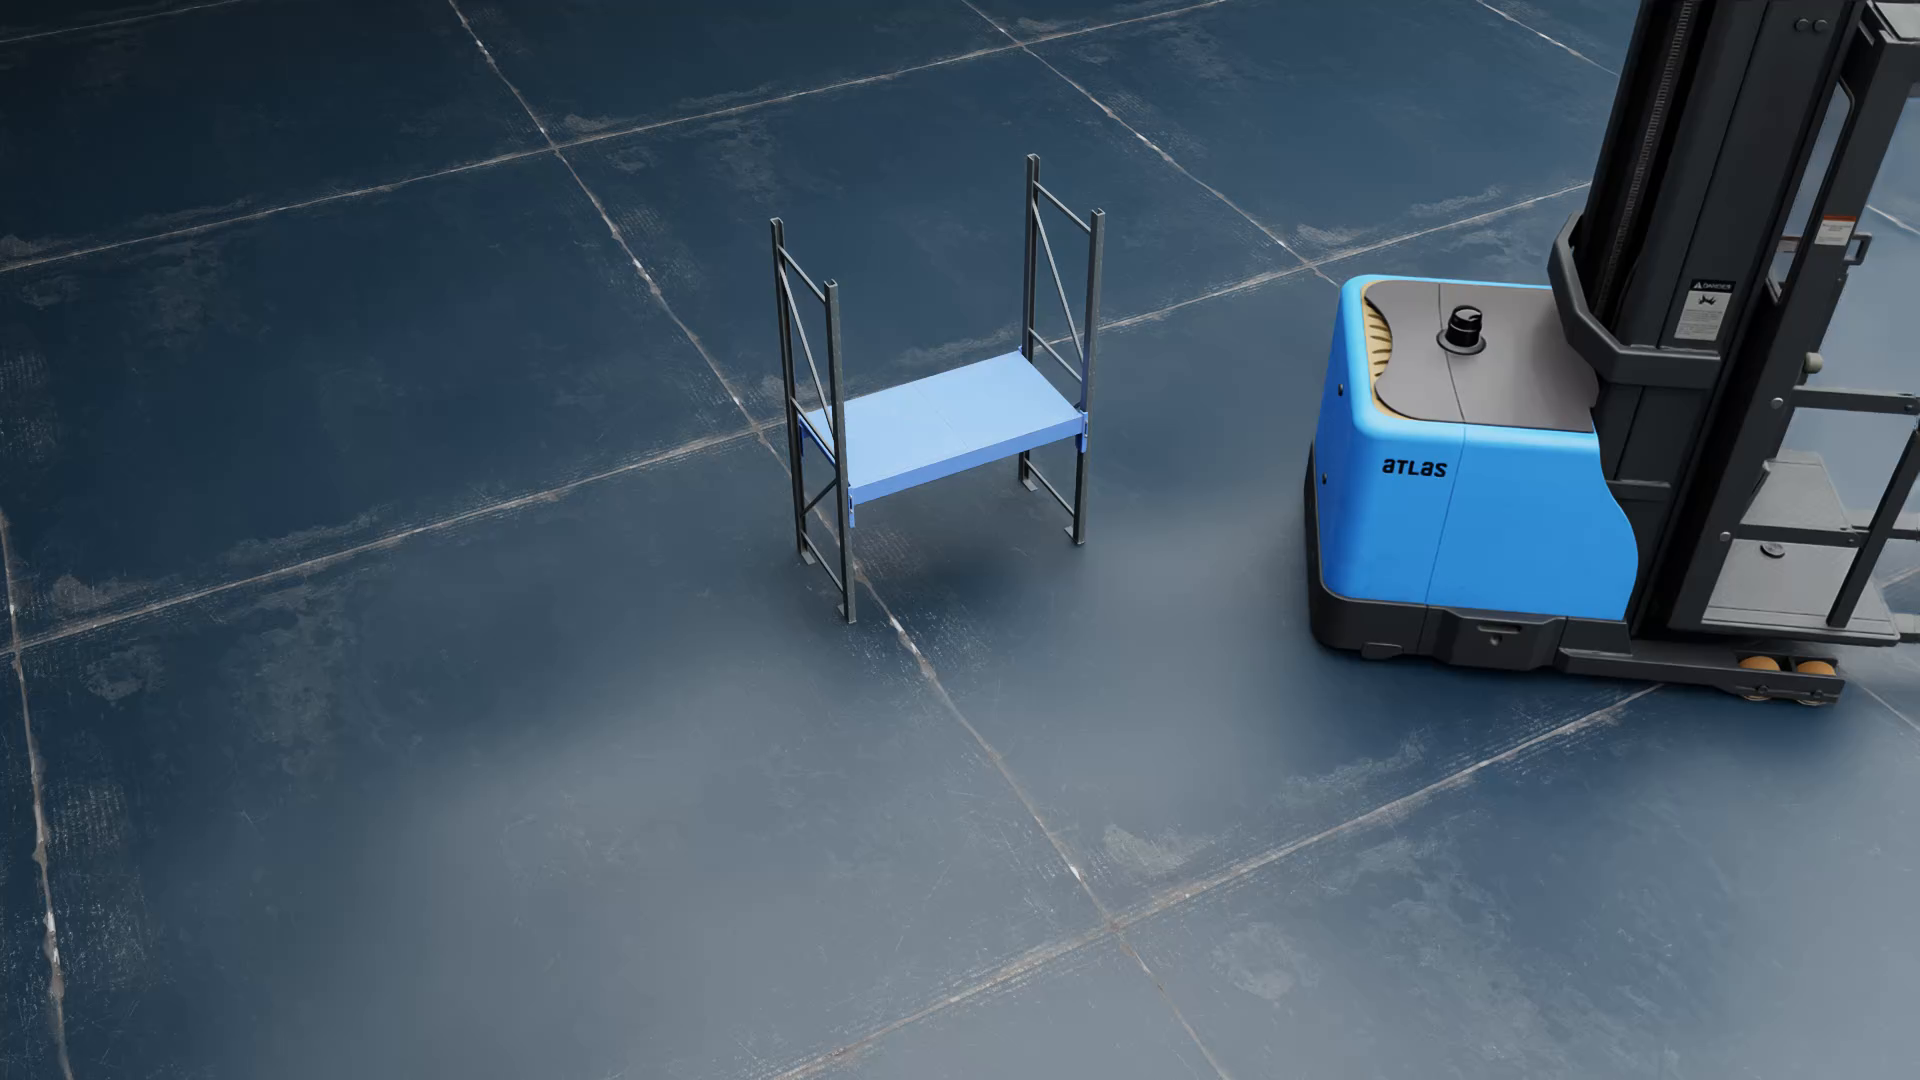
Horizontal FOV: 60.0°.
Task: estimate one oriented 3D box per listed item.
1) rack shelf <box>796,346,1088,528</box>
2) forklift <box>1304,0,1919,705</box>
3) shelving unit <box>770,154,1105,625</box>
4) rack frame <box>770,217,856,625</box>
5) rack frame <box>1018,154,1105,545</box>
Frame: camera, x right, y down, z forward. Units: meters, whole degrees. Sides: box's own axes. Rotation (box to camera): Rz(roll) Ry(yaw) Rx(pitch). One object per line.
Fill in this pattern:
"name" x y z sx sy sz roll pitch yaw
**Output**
"rack shelf" -0.076 -0.410 6.352 1.000 0.185 0.538 -19 44 -21
"forklift" 2.874 -0.884 5.526 3.031 2.935 1.130 5 40 5
"shelving unit" -0.076 -0.547 6.235 1.048 1.500 0.538 -19 44 -21
"rack frame" -0.527 -0.395 6.056 0.032 1.500 0.500 -19 44 -21
"rack frame" 0.375 -0.699 6.415 0.032 1.500 0.500 -19 44 -21
